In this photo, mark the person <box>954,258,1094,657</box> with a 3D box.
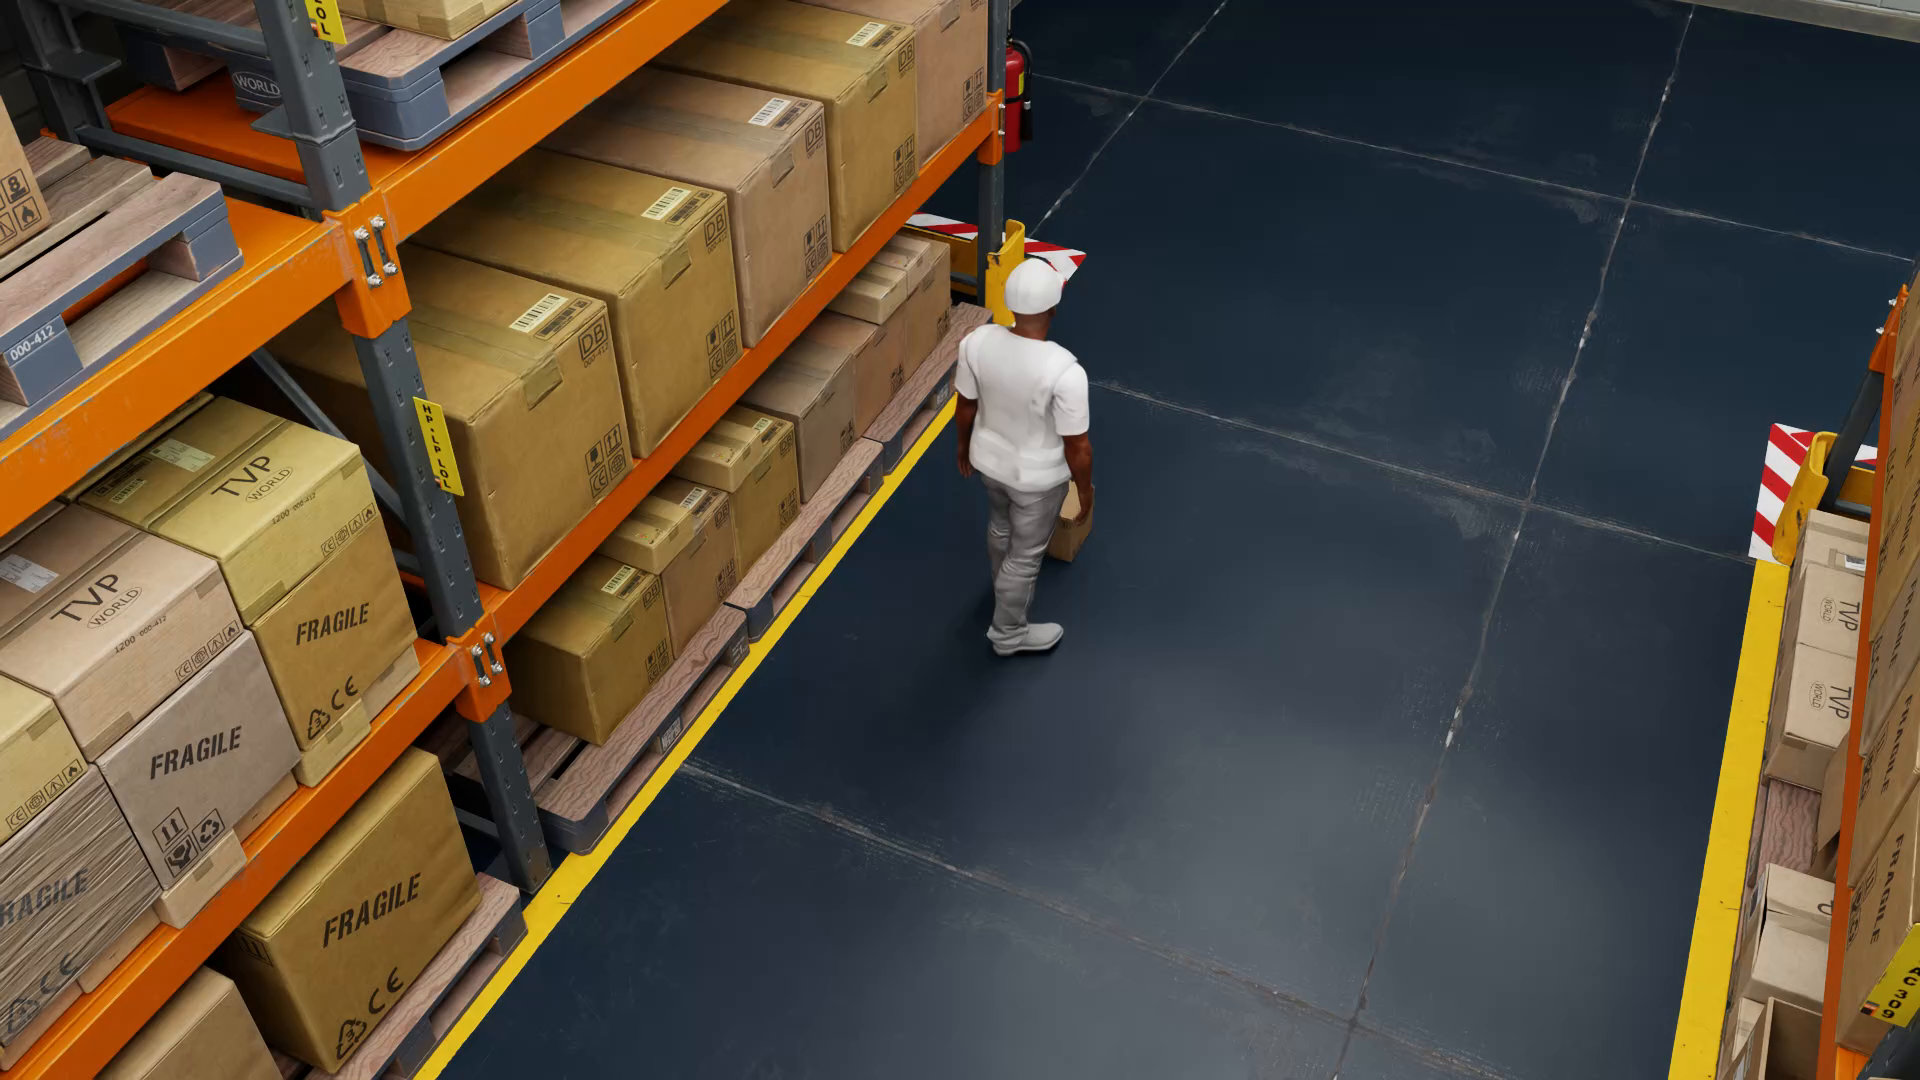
[{"bbox_3d":[0.307,-0.339,6.504,0.592,1.758,0.600,31,50,30],"label":"person"}]
